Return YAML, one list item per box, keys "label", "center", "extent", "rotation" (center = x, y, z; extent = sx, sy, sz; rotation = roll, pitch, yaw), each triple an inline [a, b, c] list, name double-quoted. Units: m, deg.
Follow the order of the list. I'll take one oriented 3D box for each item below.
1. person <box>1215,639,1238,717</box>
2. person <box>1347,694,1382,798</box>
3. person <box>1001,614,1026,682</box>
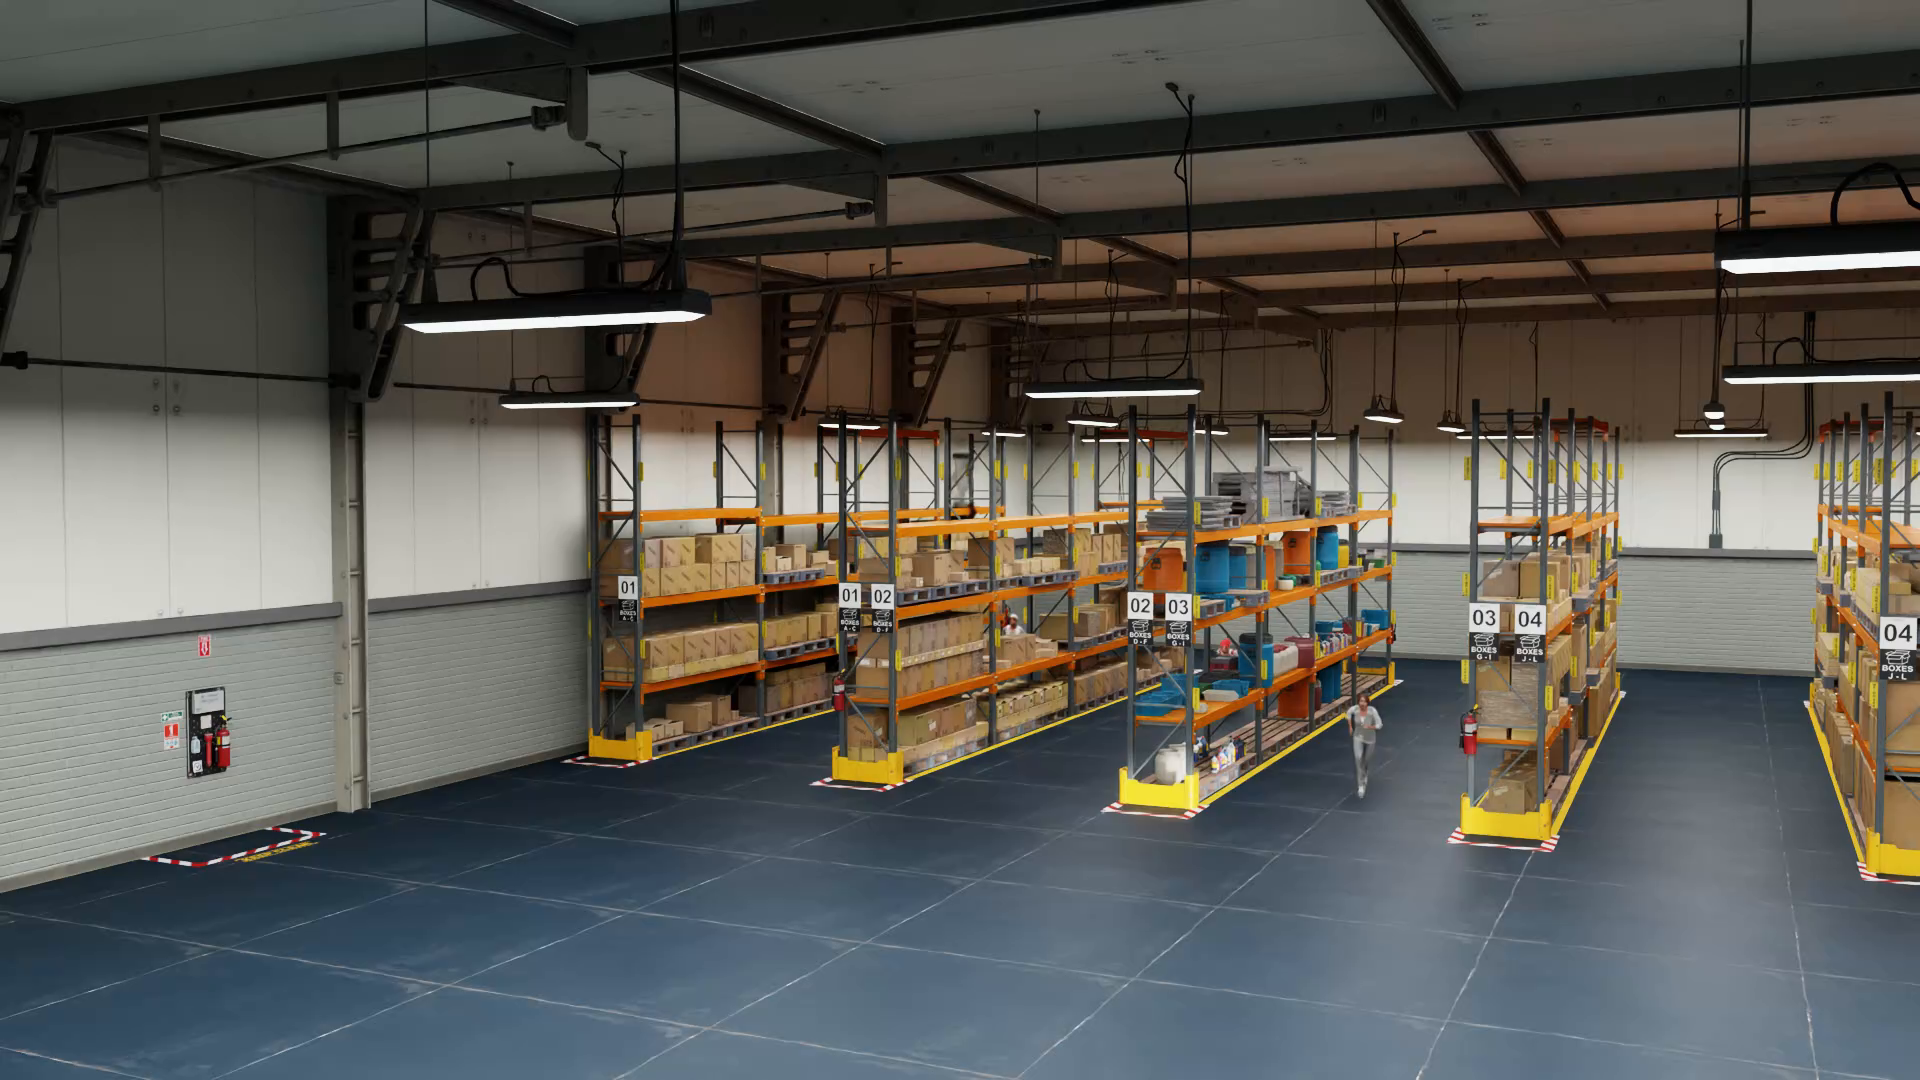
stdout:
- label: "person"
  center: [5.579, 2.812, 34.118]
  extent: [0.663, 1.618, 1.090]
  rotation: [1, 3, 31]
- label: "person"
  center: [6.295, 3.155, 25.900]
  extent: [0.536, 1.596, 0.889]
  rotation: [1, 2, 12]
- label: "person"
  center: [1.180, 2.562, 37.768]
  extent: [0.632, 1.773, 0.674]
  rotation: [1, 2, 14]
